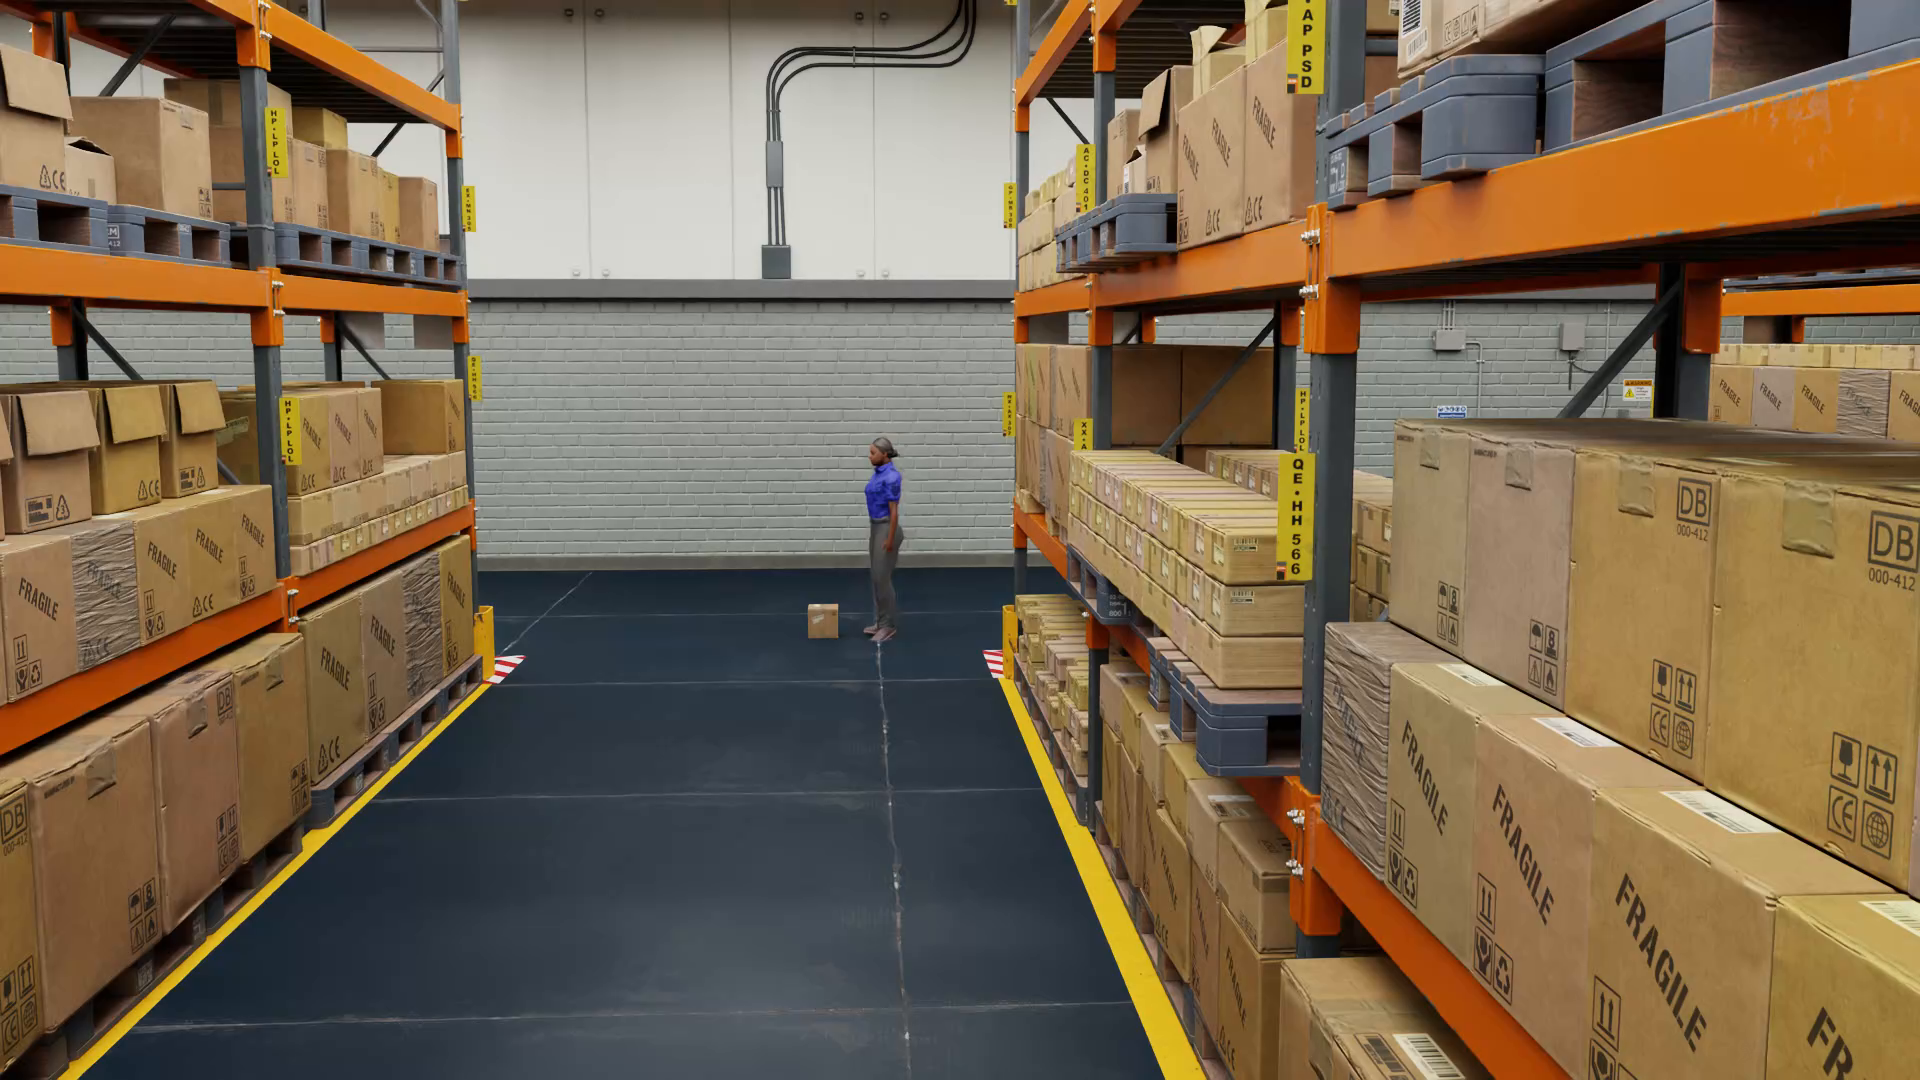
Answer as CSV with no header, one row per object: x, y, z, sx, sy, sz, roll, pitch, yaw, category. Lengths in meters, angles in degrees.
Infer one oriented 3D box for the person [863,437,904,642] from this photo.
-0.661,-0.004,13.905,0.372,1.708,0.520,-3,7,-20,person
